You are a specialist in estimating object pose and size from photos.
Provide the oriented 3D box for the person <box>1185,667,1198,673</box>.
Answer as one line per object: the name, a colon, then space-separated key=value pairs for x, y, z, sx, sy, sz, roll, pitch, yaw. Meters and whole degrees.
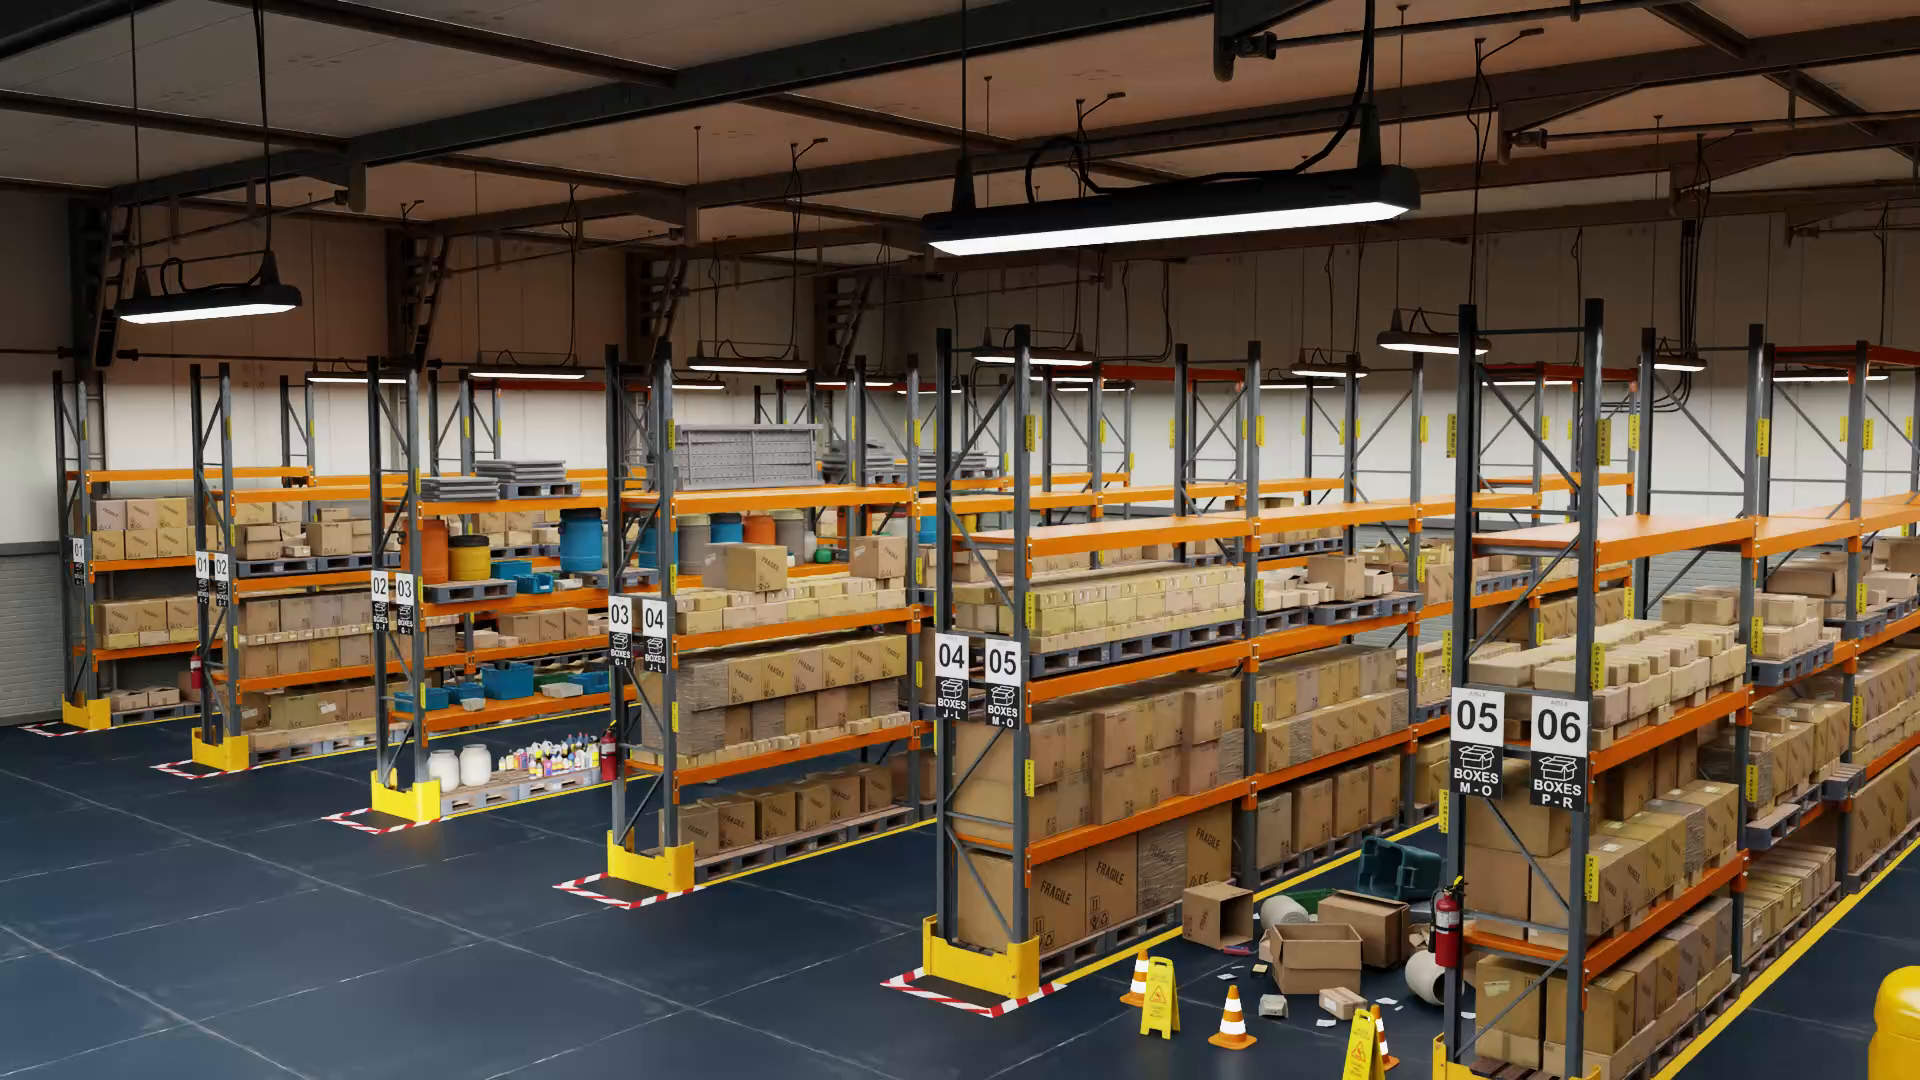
person: x=3.311 y=2.573 z=24.095 sx=0.432 sy=1.728 sz=0.630 roll=2 pitch=4 yaw=20

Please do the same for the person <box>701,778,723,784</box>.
person: x=-3.568 y=2.563 z=23.690 sx=0.421 sy=1.796 sz=0.612 roll=2 pitch=5 yaw=29
